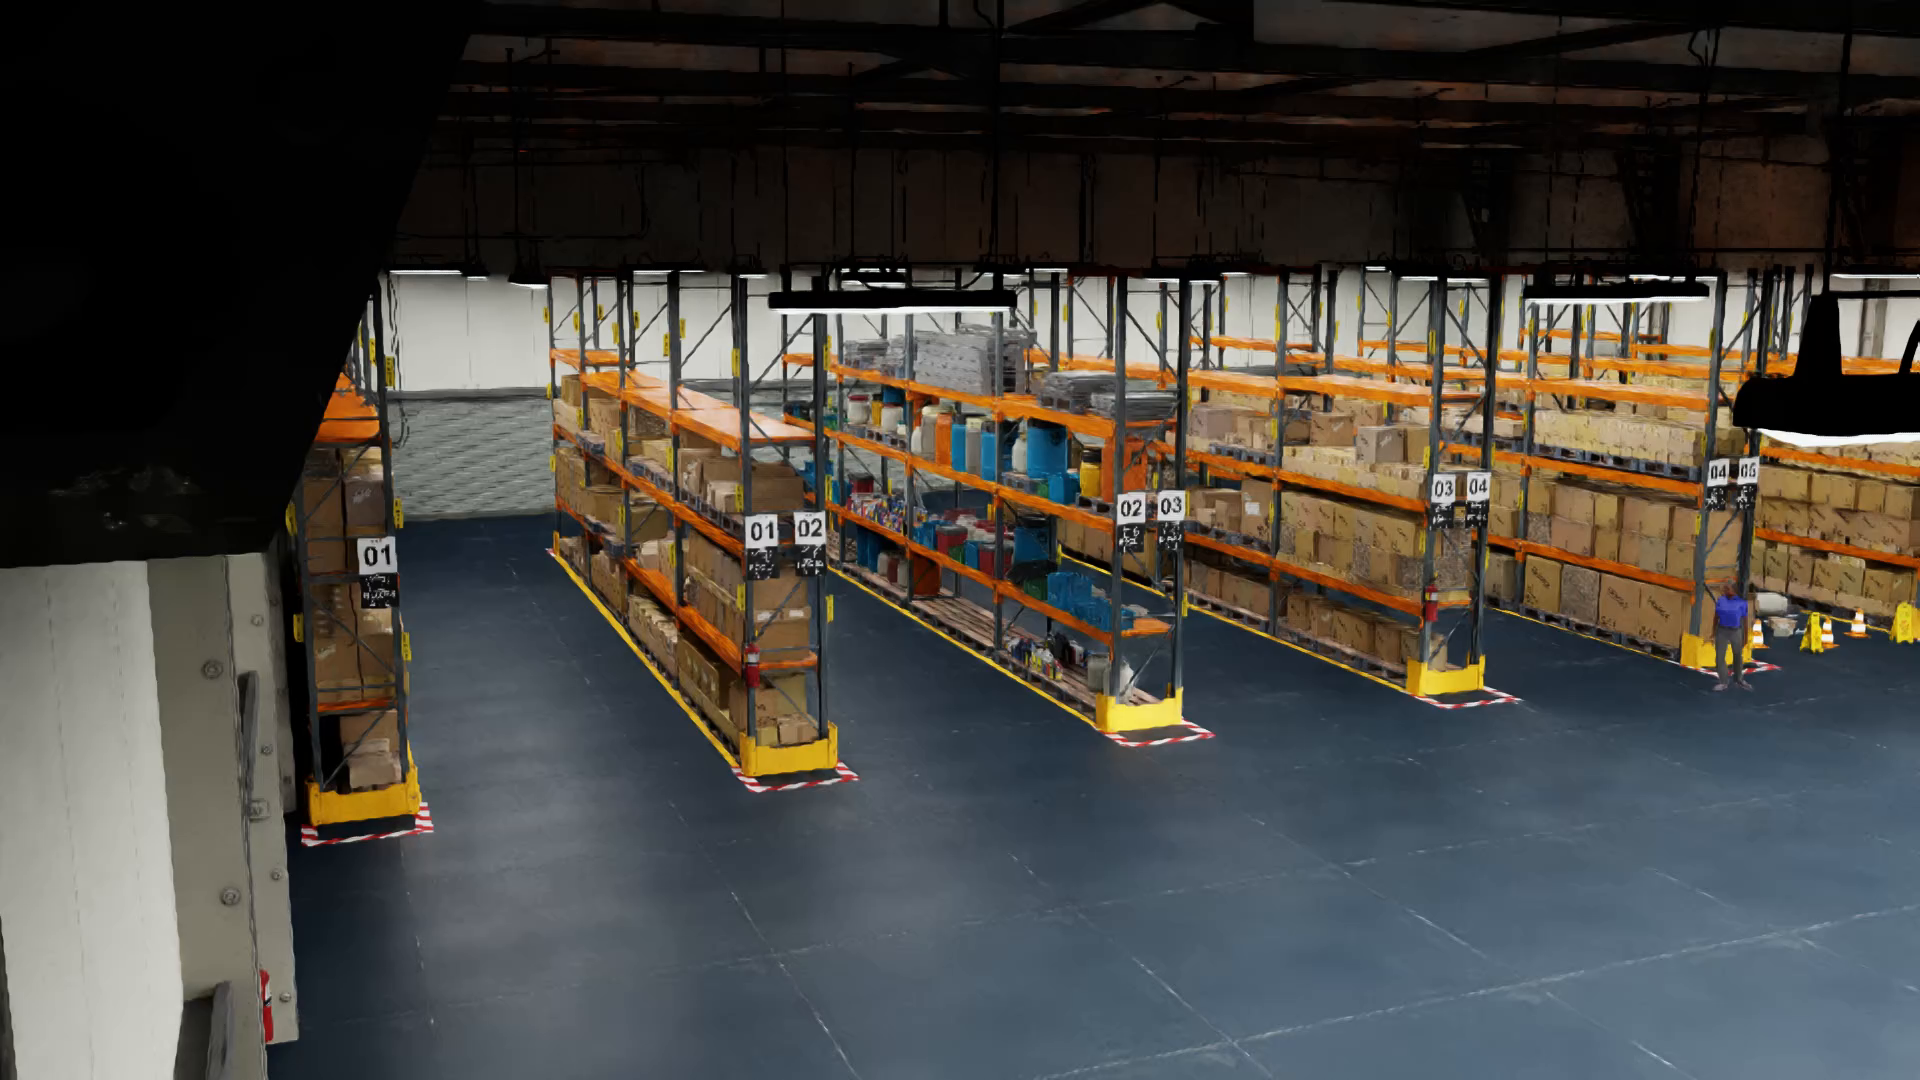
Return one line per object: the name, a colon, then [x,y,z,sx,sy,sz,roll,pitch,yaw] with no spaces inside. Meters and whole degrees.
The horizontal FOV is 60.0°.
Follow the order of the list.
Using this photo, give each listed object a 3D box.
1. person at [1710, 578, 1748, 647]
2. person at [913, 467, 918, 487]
person: [11.135,1.049,24.043,0.513,0.997,0.273,8,13,40]
person: [-1.107,-1.452,40.196,0.656,1.672,0.457,8,13,40]
